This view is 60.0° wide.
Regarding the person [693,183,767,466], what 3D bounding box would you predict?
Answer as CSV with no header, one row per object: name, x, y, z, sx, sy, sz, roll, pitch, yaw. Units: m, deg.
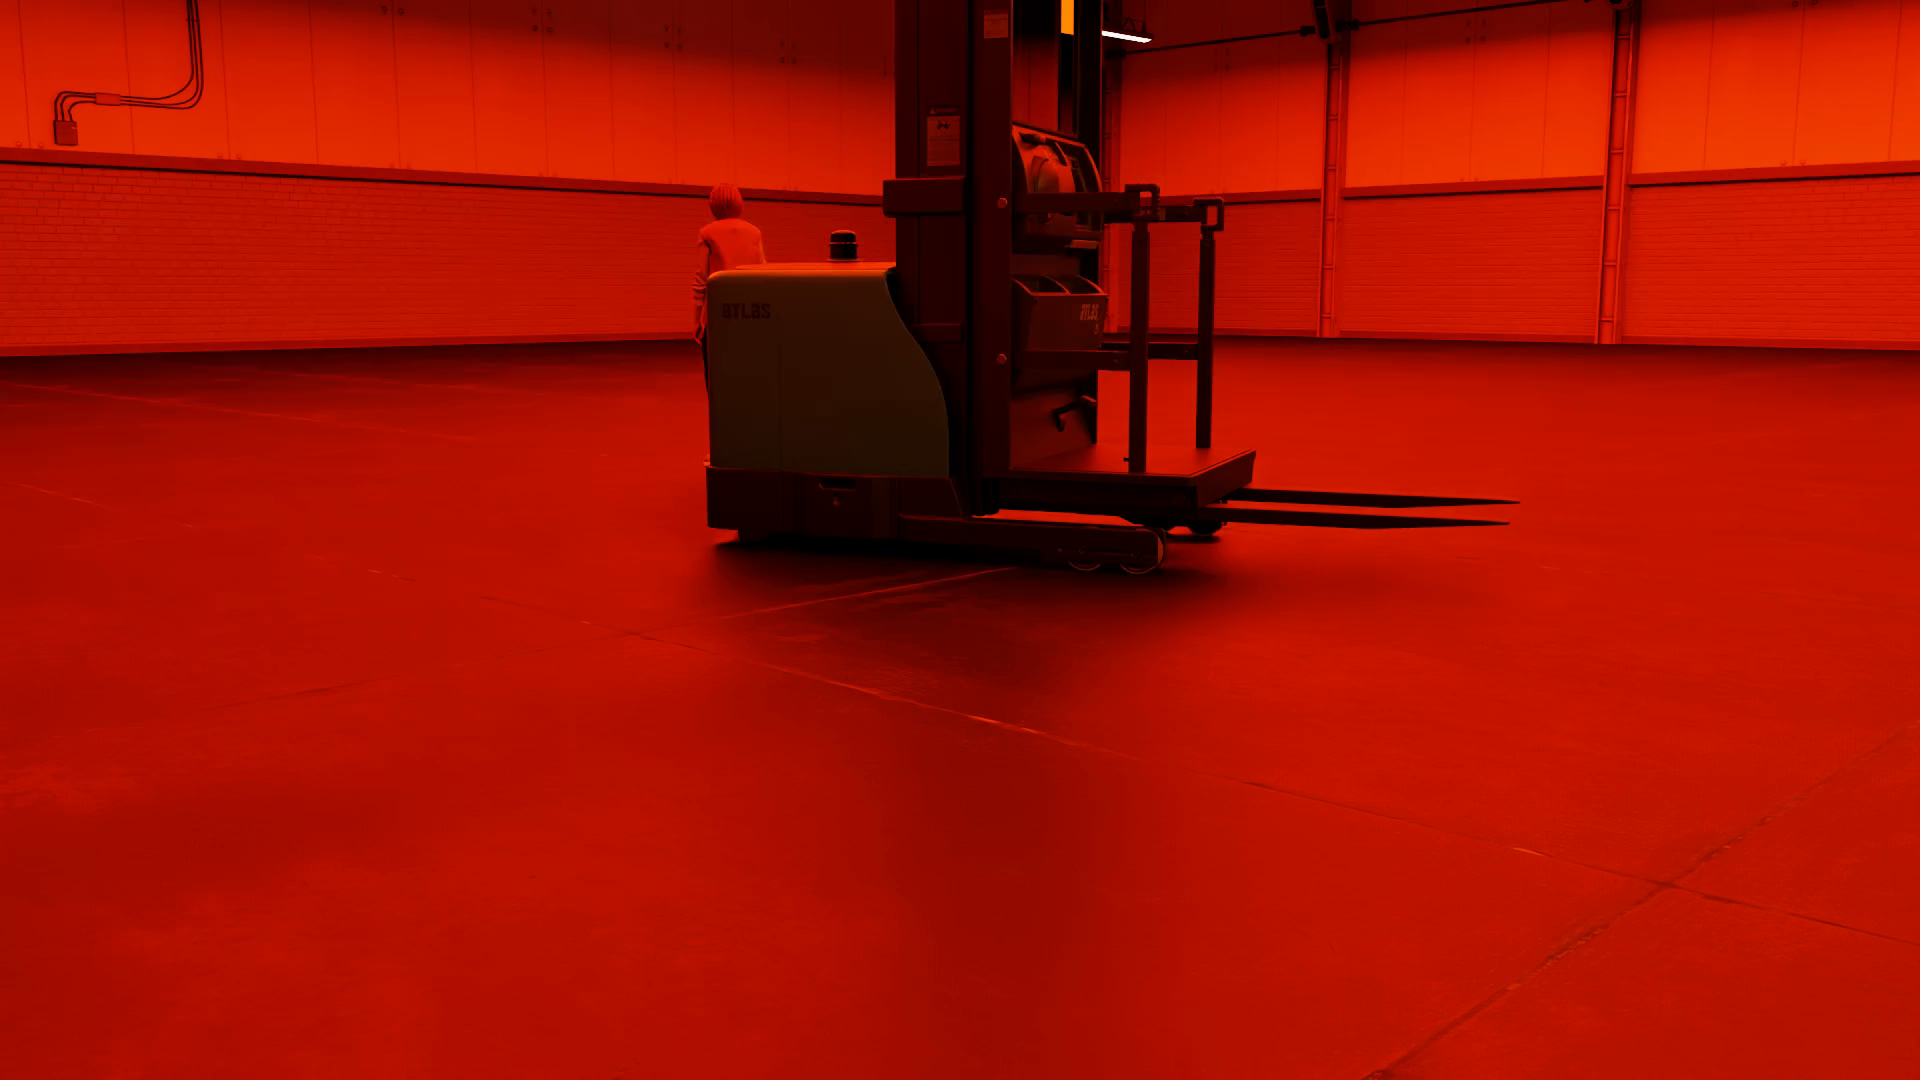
person,-1.281,-1.207,9.385,0.464,1.593,0.345,-4,9,-23

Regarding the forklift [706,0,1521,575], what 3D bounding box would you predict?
forklift,0.565,-1.416,6.275,3.031,2.935,1.130,3,9,22
